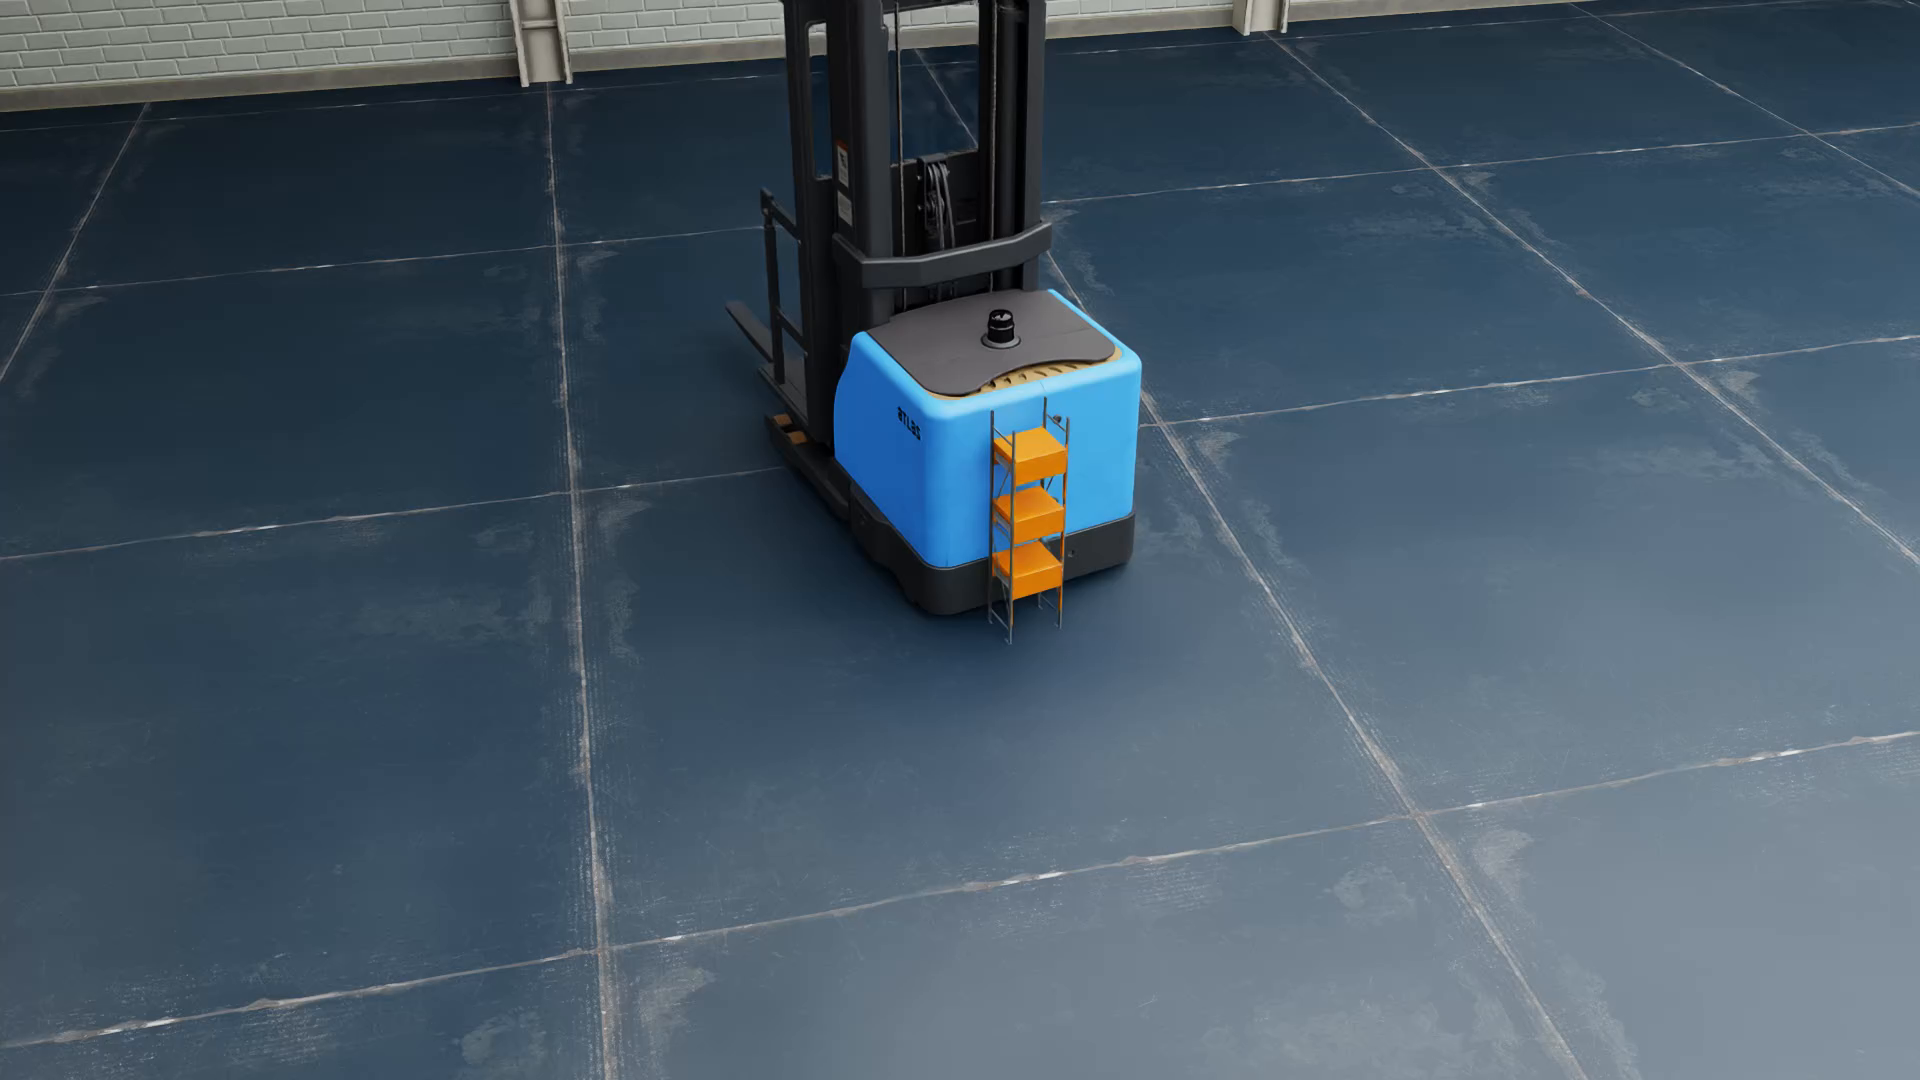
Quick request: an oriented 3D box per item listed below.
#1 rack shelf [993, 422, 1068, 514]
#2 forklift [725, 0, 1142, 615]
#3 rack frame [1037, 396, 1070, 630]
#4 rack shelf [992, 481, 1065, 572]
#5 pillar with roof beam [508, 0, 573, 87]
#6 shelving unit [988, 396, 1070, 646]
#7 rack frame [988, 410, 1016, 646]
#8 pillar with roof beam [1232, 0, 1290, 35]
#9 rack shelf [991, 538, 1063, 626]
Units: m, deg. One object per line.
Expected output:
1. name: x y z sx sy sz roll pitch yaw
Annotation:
1. rack shelf: 0.279 -0.293 6.754 0.240 0.259 0.215 -16 37 -22
2. forklift: -0.334 -1.698 7.650 1.130 2.935 3.031 -16 37 -22
3. rack frame: 0.387 -0.097 6.952 0.008 1.050 0.200 -16 37 -22
4. rack shelf: 0.279 -0.057 6.912 0.240 0.259 0.215 -16 37 -22
5. pillar with roof beam: -2.332 -5.061 7.216 0.400 9.000 9.100 -7 35 -11
6. shelving unit: 0.279 -0.066 6.906 0.252 1.050 0.215 -16 37 -22
7. rack frame: 0.170 -0.035 6.860 0.008 1.050 0.200 -16 37 -22
8. pillar with roof beam: 3.520 -5.799 8.315 0.400 9.000 9.100 -7 35 -11
9. rack shelf: 0.279 0.173 7.067 0.240 0.259 0.215 -16 37 -22
